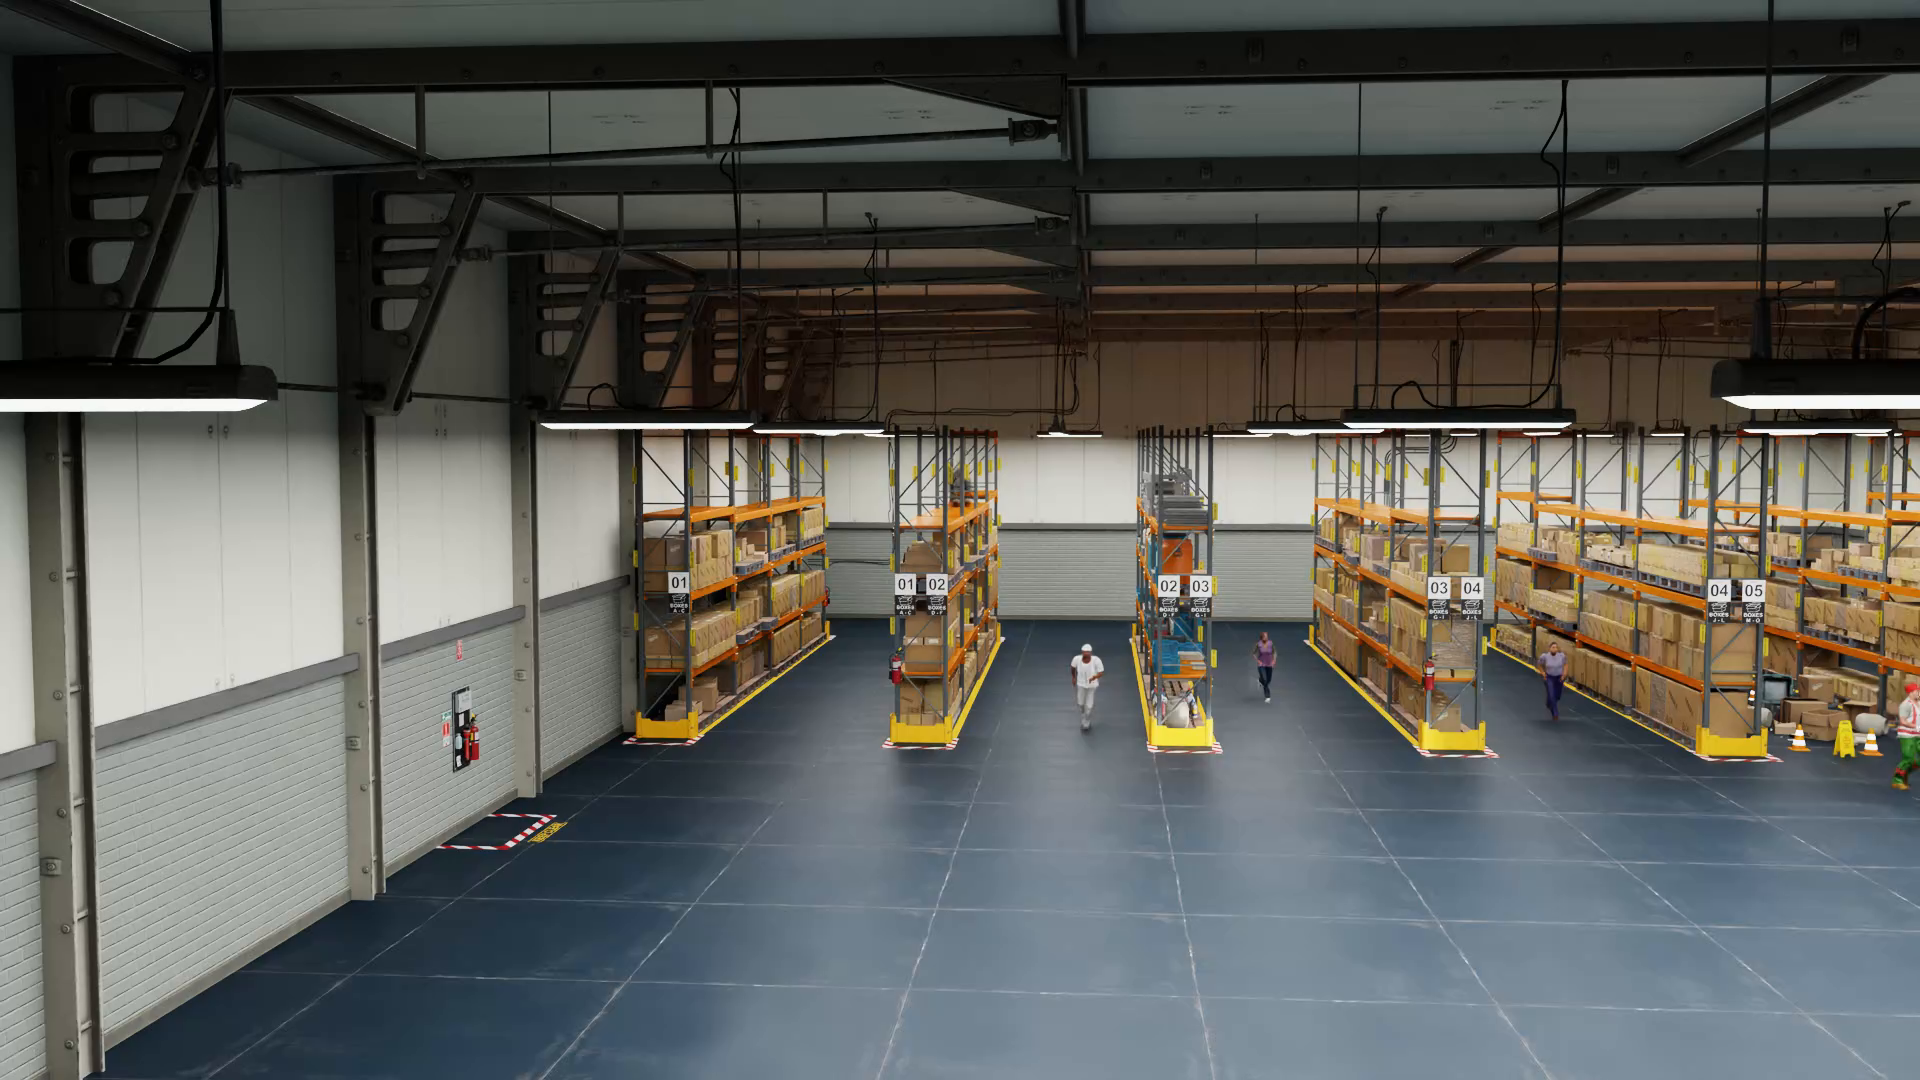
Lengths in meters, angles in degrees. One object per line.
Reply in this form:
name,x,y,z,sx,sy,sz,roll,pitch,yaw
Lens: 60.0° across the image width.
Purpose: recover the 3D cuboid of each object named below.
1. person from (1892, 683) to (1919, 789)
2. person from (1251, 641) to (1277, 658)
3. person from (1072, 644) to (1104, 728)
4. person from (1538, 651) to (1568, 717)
person,15.525,3.205,27.222,0.416,1.746,0.422,-2,4,-31
person,6.677,2.486,36.432,0.553,0.570,0.334,0,3,-5
person,2.516,2.884,32.845,0.649,1.695,0.603,1,3,9
person,12.154,2.920,34.180,0.580,1.356,0.749,0,3,4
